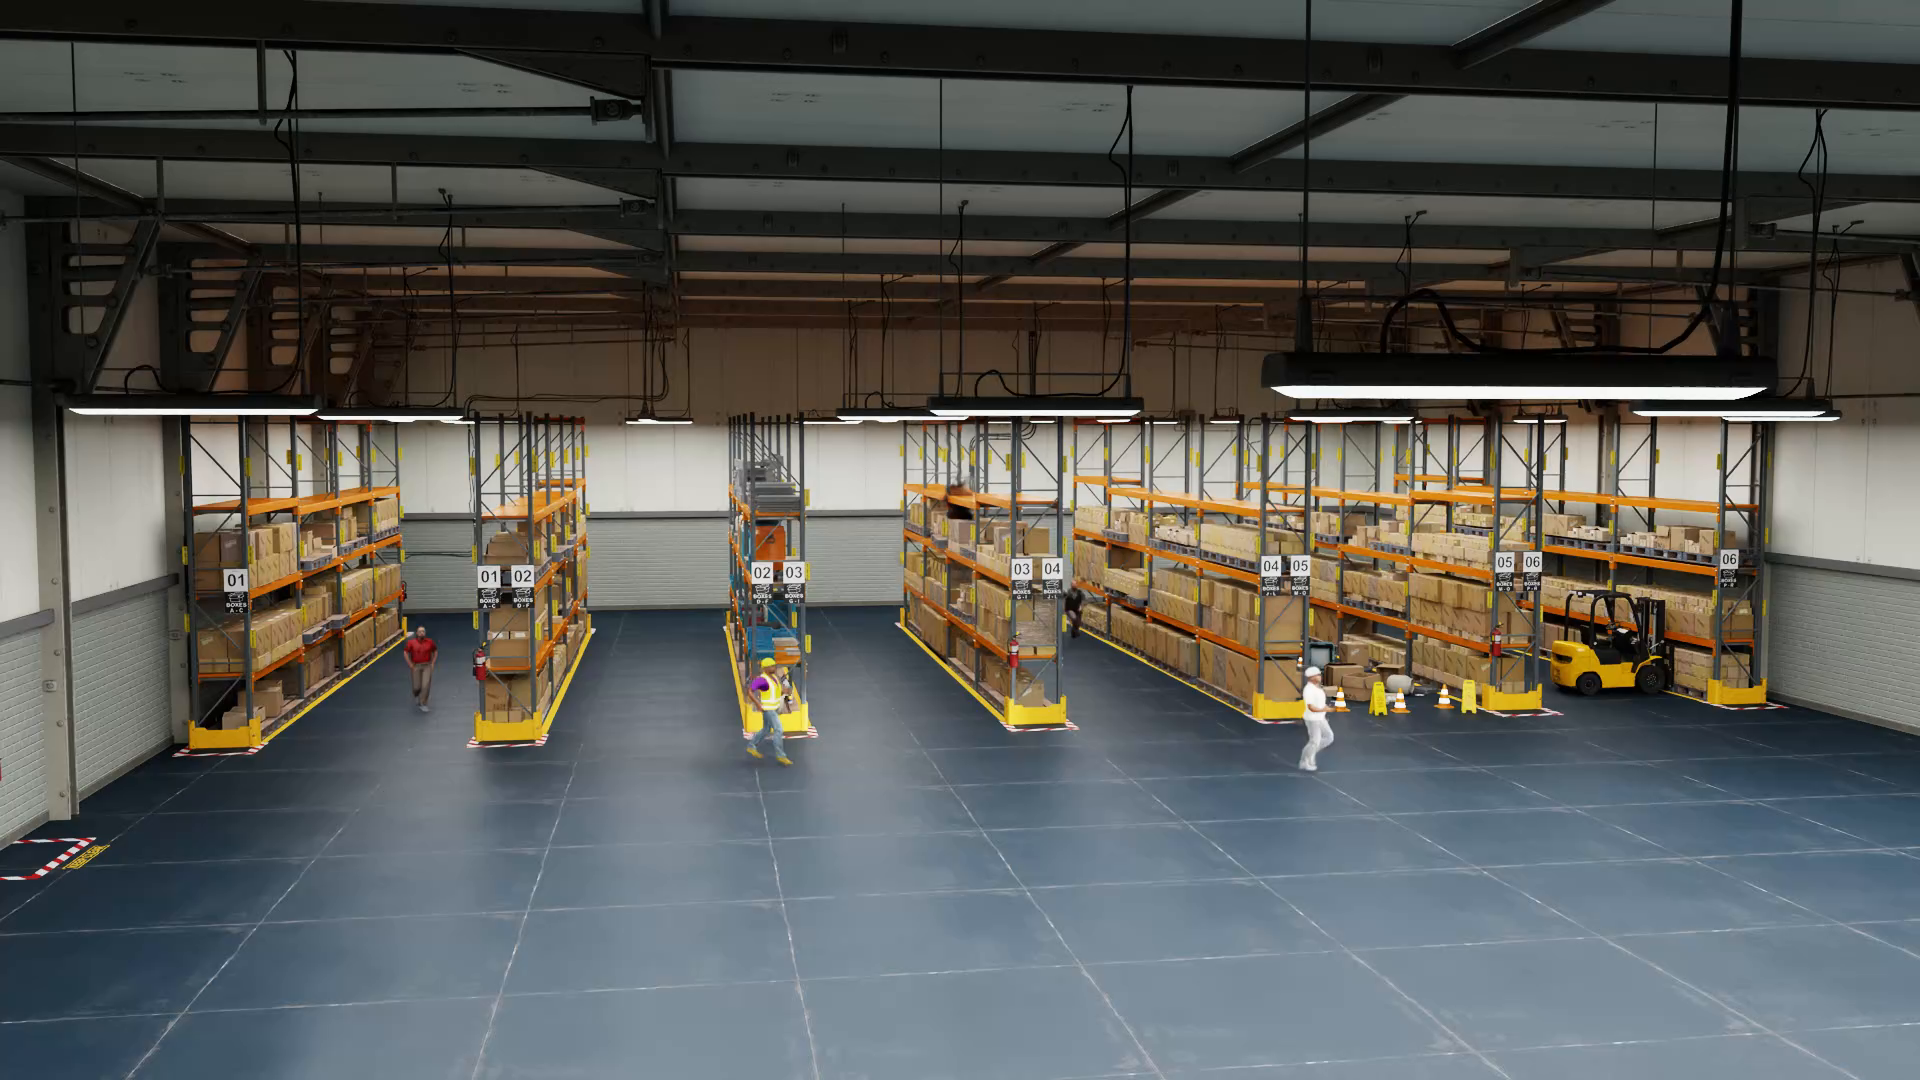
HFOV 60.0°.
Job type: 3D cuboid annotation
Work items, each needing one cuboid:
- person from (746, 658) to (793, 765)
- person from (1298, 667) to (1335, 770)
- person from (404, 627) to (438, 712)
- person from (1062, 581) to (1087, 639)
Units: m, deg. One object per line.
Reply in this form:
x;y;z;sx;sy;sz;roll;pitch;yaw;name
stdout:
-3.239;2.899;28.269;0.893;1.801;0.684;1;4;12;person
5.937;2.967;27.644;0.623;1.723;0.685;2;4;26;person
-10.909;2.597;33.670;0.660;1.697;0.656;-2;4;-23;person
2.989;1.848;43.691;0.681;1.584;0.955;0;4;-5;person
